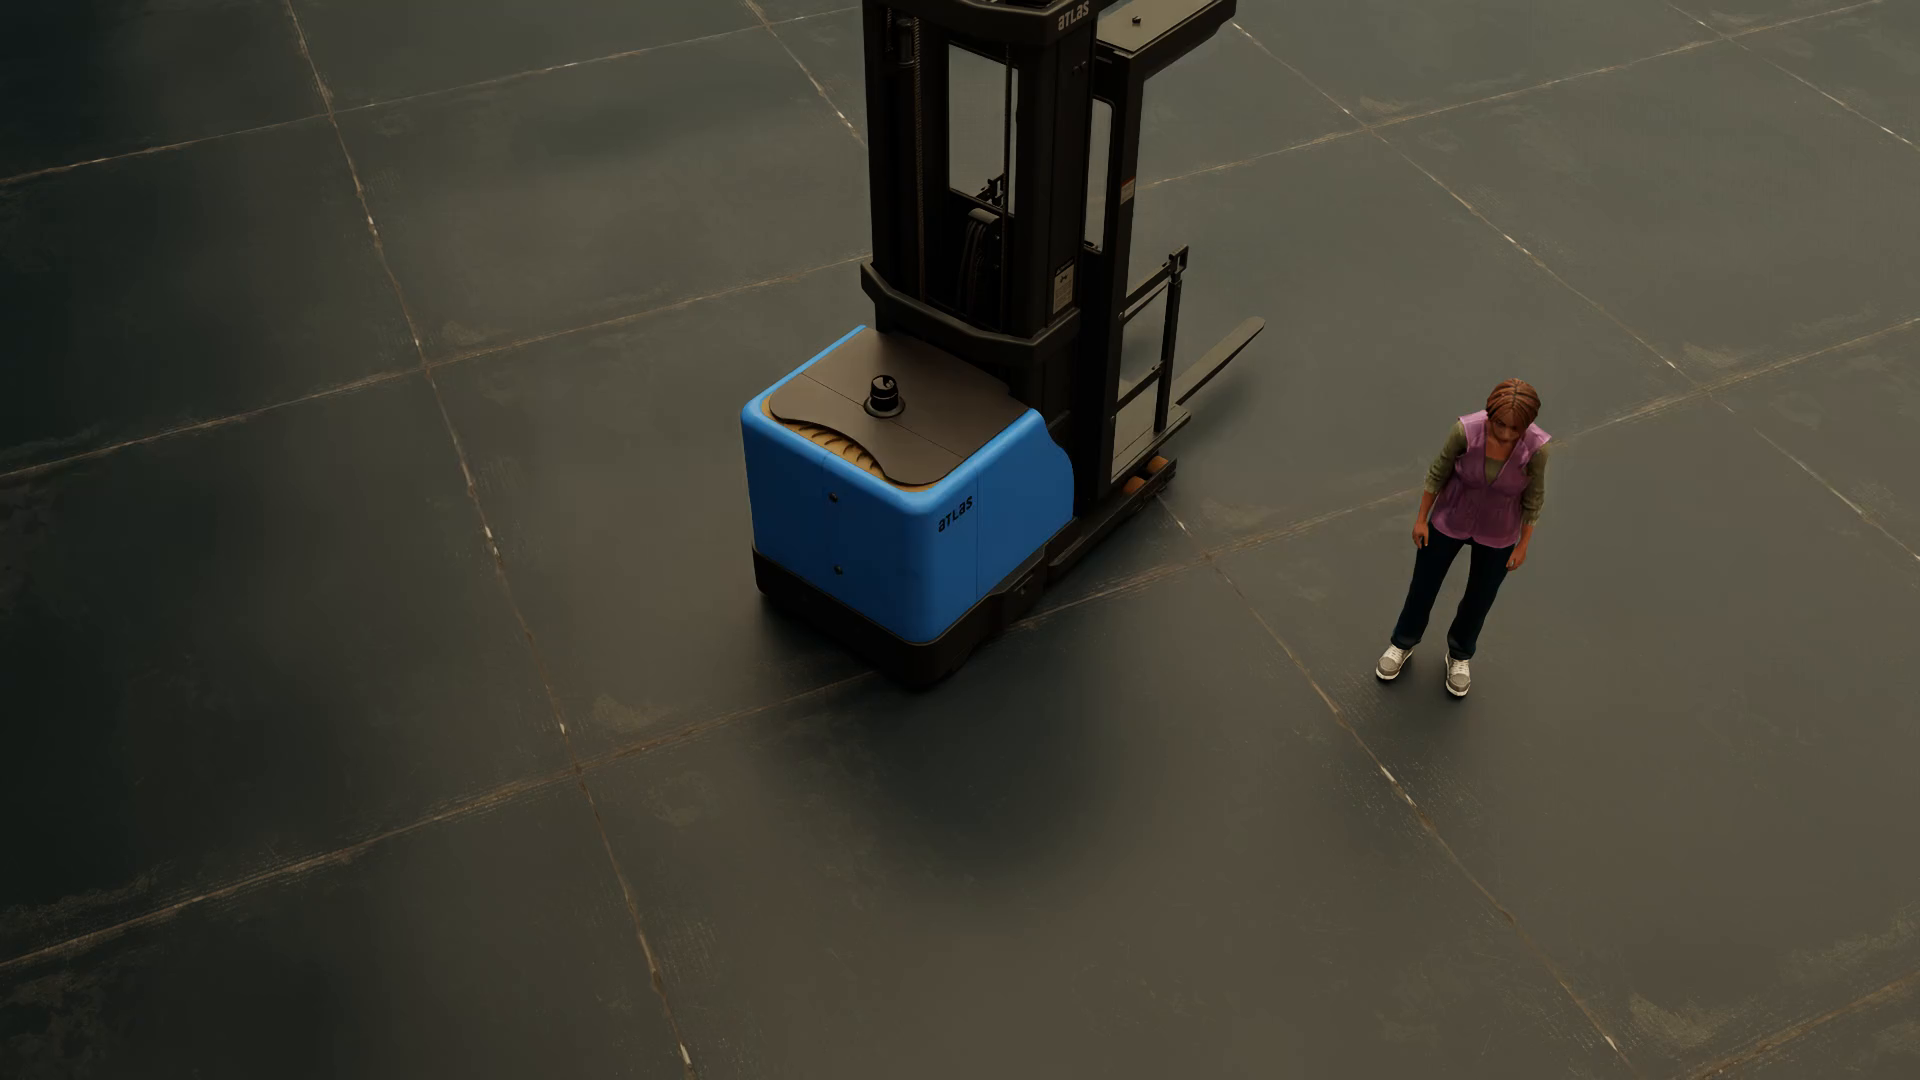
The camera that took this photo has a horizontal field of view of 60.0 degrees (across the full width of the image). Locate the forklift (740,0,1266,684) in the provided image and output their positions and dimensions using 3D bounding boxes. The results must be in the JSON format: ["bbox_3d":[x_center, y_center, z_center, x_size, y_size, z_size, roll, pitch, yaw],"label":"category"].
[{"bbox_3d":[0.395,-1.404,7.184,1.130,2.935,3.031,29,50,27],"label":"forklift"}]

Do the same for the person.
[{"bbox_3d":[2.060,-0.029,6.693,0.465,1.593,0.344,14,45,15],"label":"person"}]
